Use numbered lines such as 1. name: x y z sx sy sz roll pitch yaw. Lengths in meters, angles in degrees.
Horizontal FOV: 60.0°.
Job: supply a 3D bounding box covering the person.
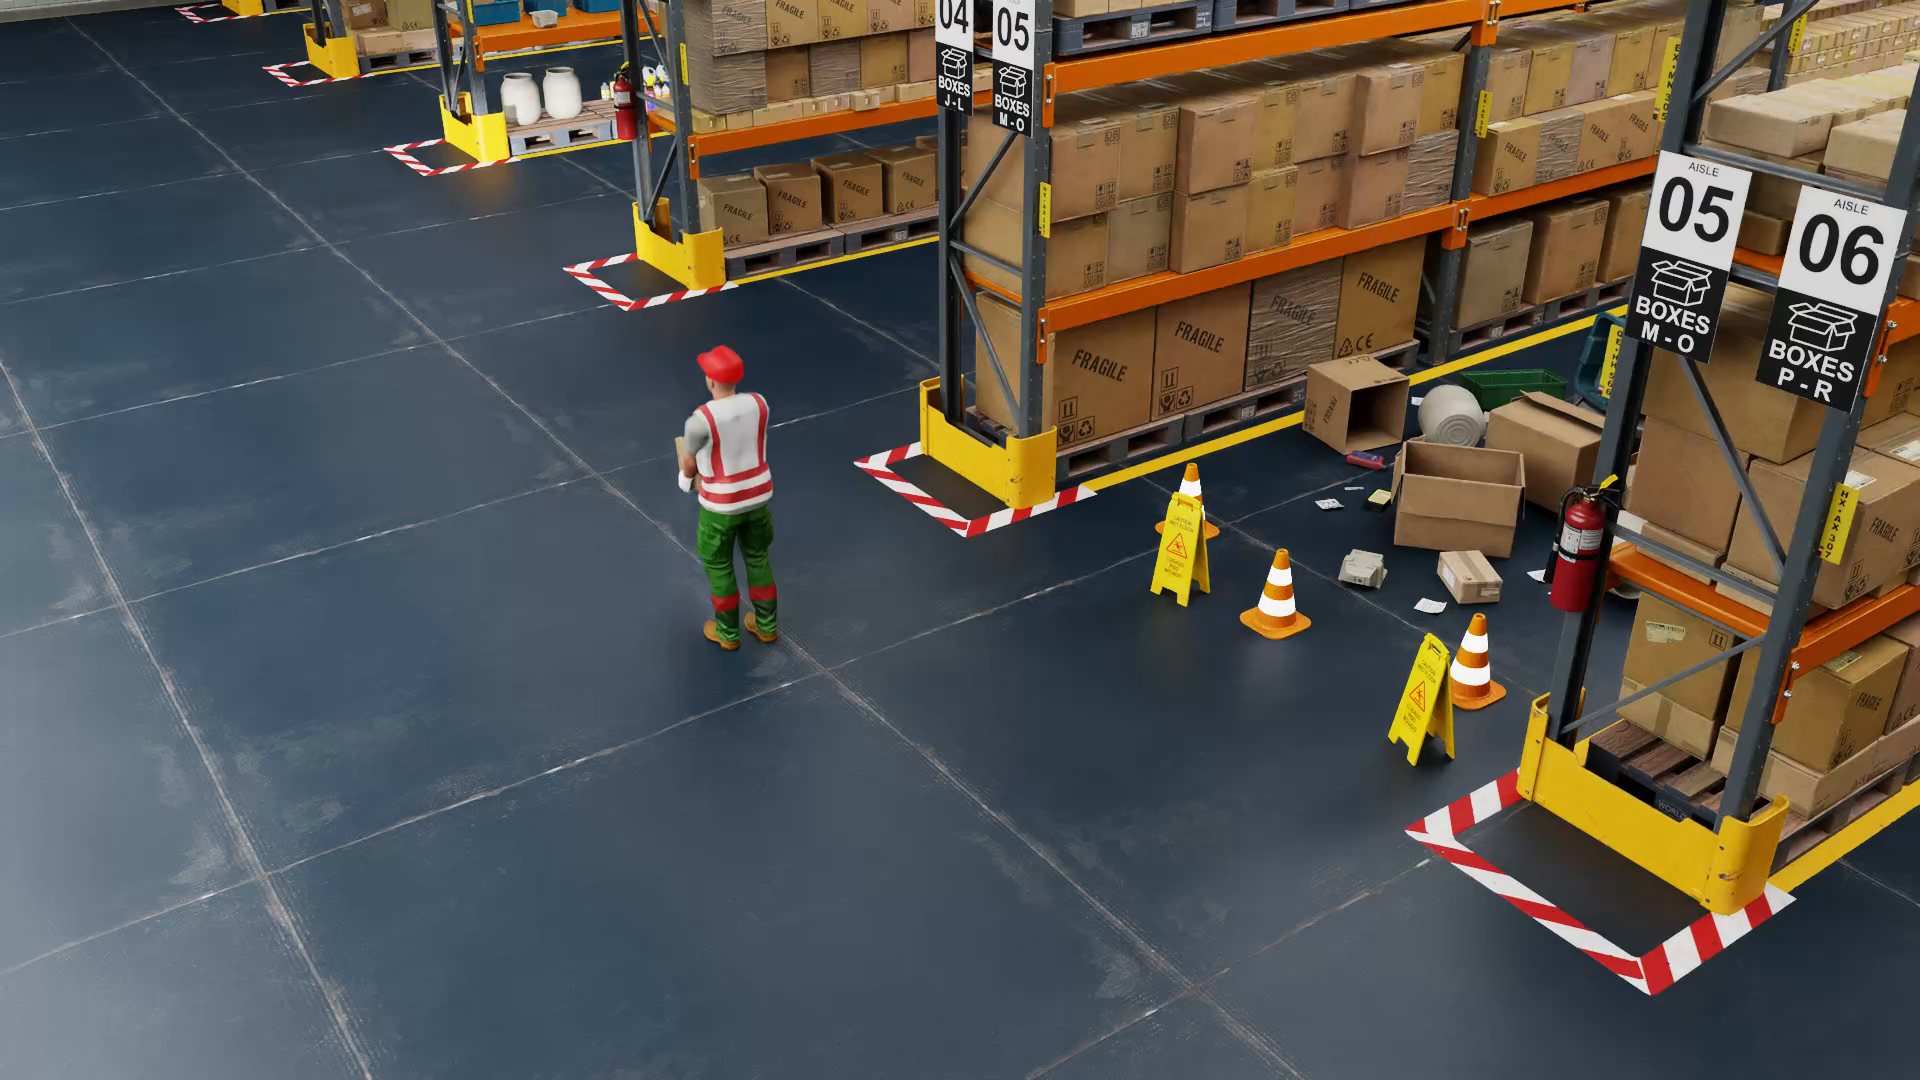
1. person: -1.286 -0.250 9.061 0.495 1.787 0.553 -19 34 -31
